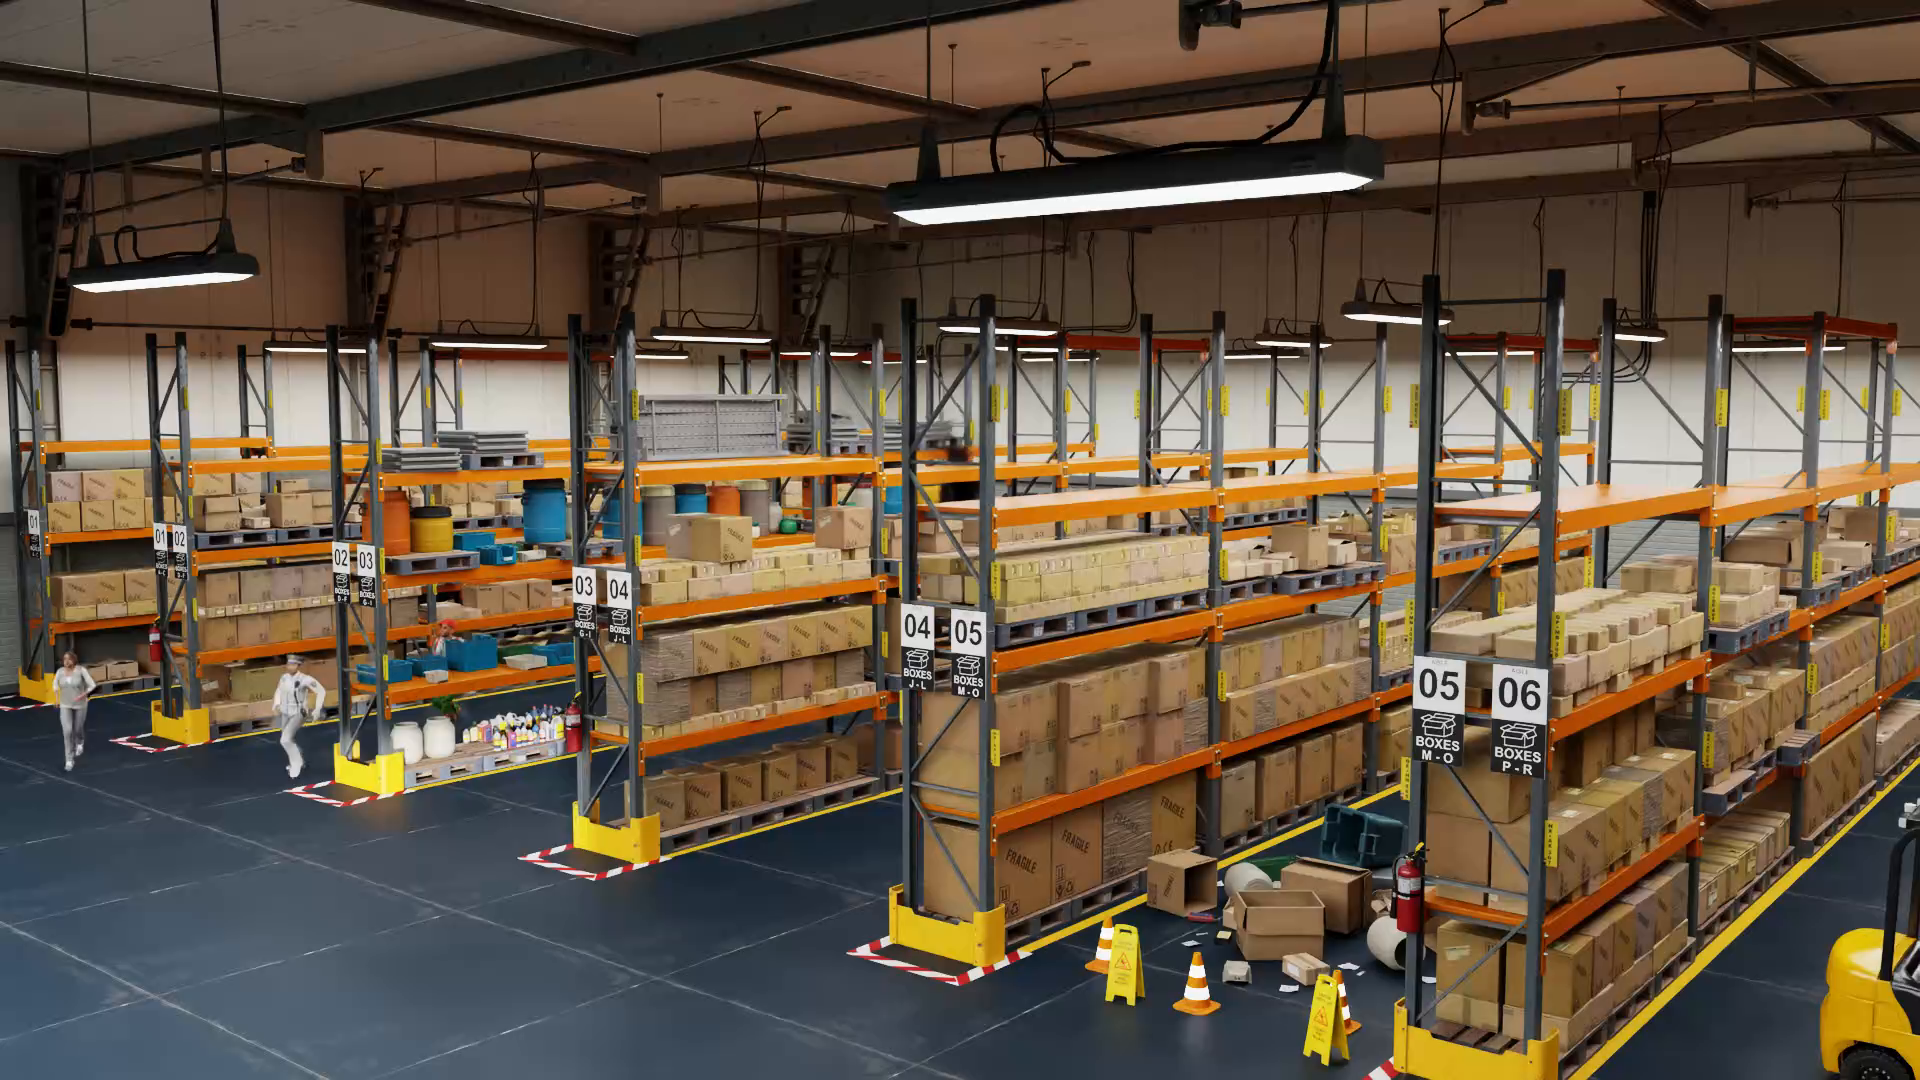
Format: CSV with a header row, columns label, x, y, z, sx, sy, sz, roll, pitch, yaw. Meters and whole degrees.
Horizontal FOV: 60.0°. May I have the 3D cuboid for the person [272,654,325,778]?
label,x,y,z,sx,sy,sz,roll,pitch,yaw
person,-8.867,2.346,22.224,0.672,1.685,0.623,2,6,21

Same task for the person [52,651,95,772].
label,x,y,z,sx,sy,sz,roll,pitch,yaw
person,-12.195,2.315,22.909,0.543,1.620,0.769,-2,5,-20

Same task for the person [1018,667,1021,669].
label,x,y,z,sx,sy,sz,roll,pitch,yaw
person,0.787,2.347,20.437,0.687,1.656,0.725,3,6,33

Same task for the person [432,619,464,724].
label,x,y,z,sx,sy,sz,roll,pitch,yaw
person,-7.674,2.045,25.013,0.655,1.743,0.652,2,5,18
